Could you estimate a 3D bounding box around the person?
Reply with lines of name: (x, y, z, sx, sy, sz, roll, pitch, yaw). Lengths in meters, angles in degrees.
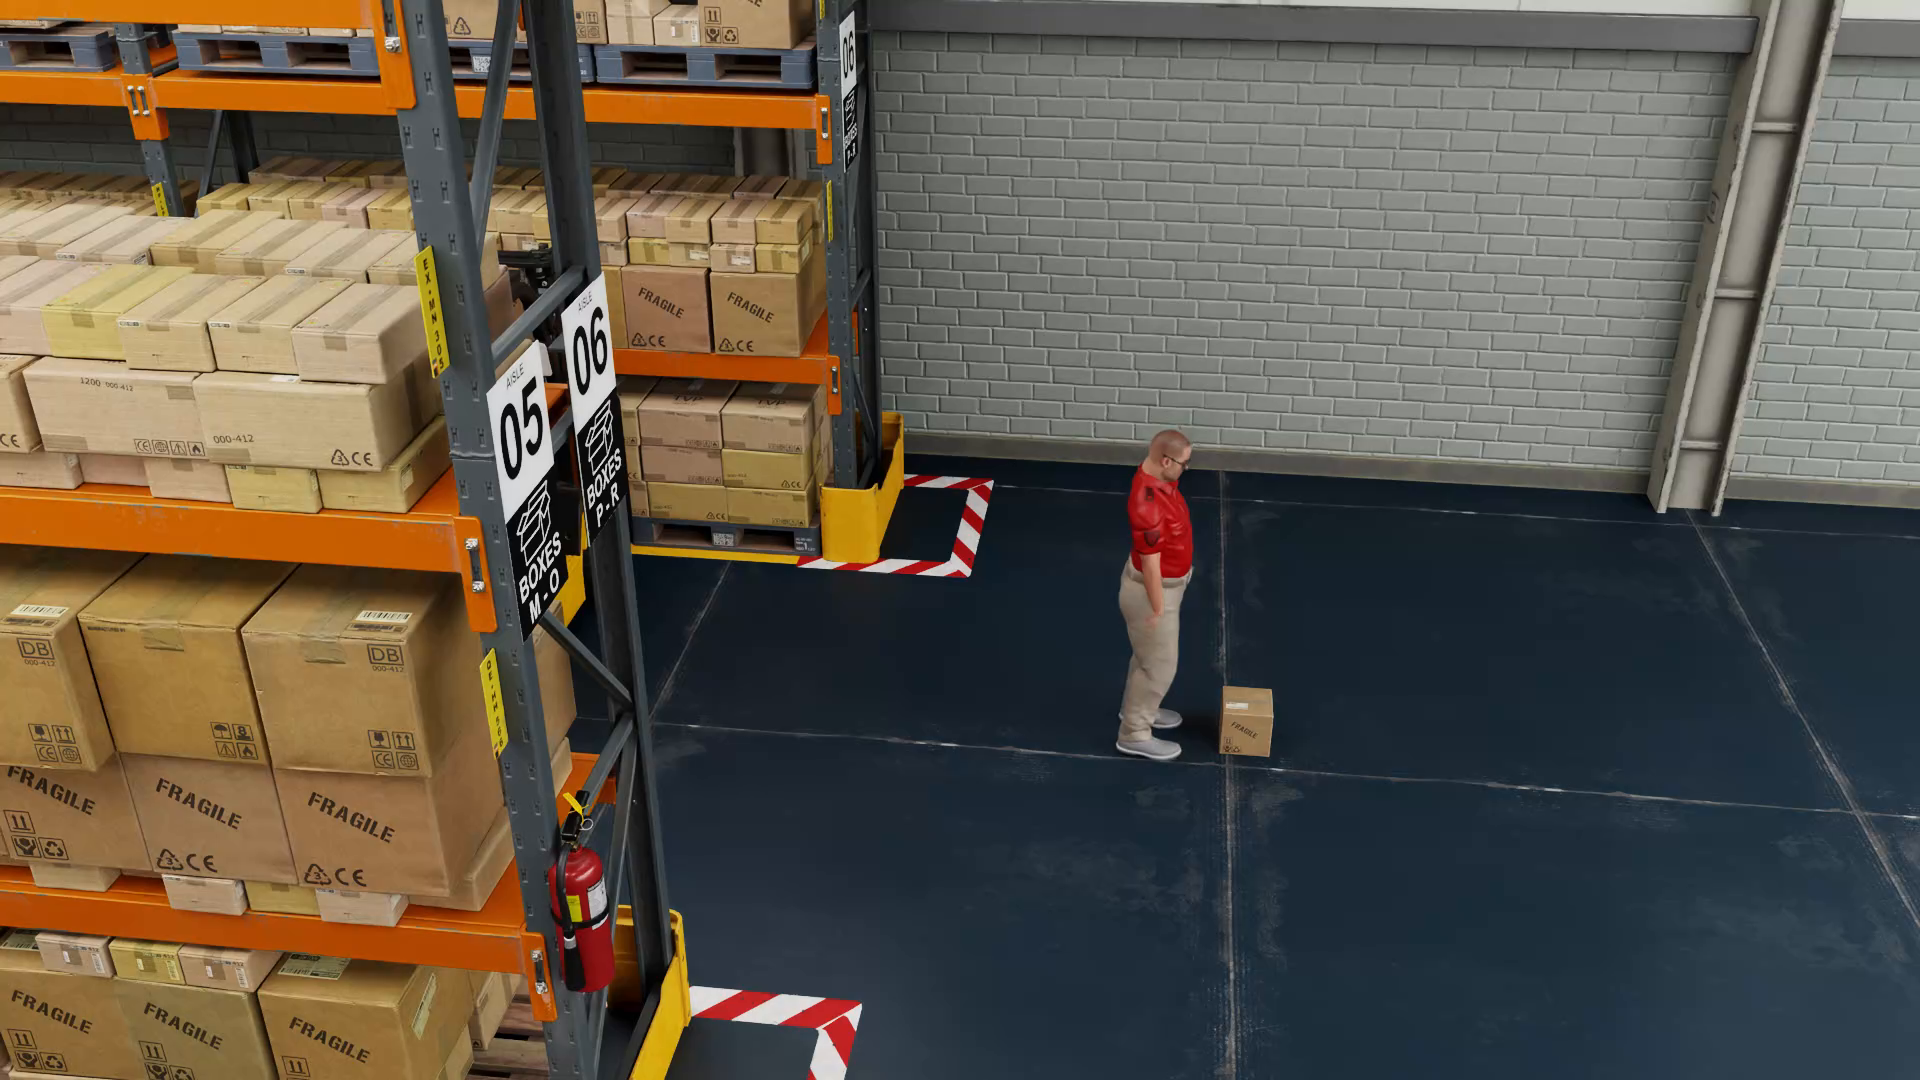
person: (0.967, 0.245, 8.204, 0.357, 1.717, 0.534, 4, 28, 7)
